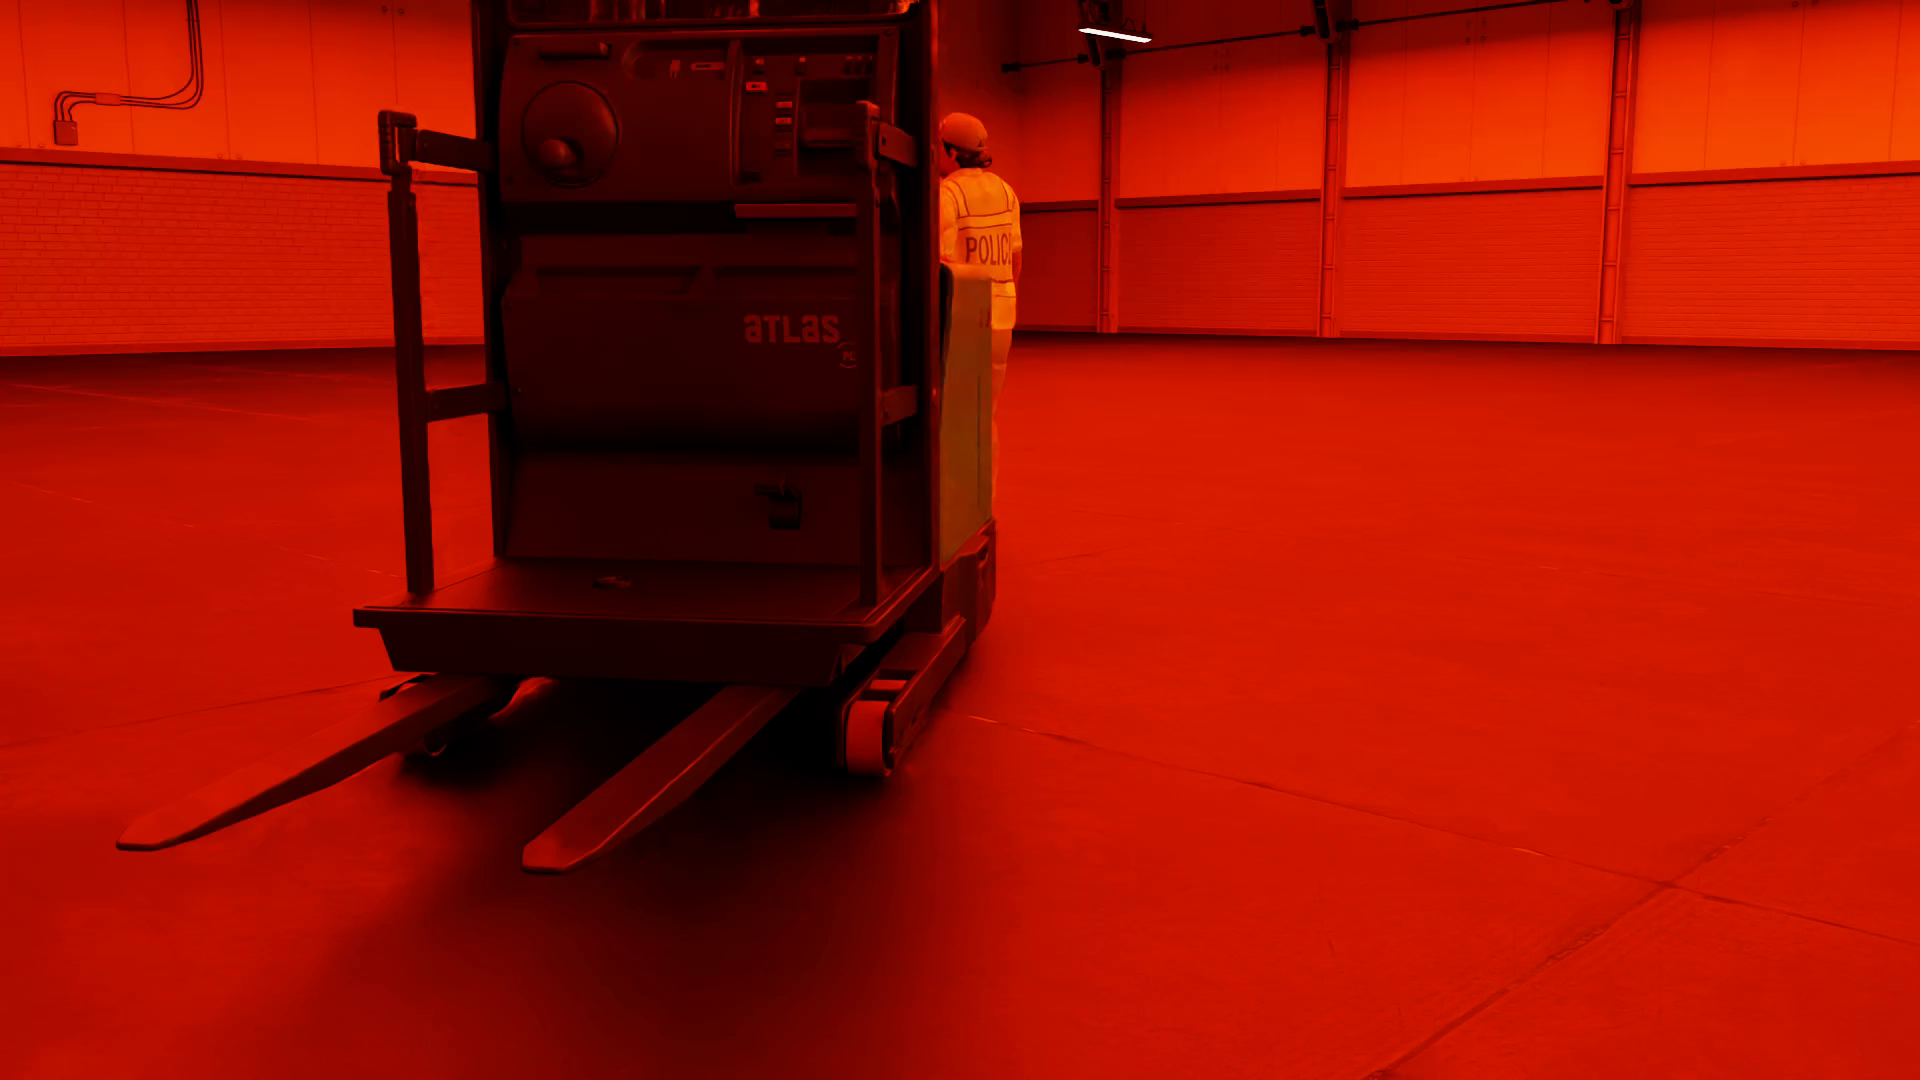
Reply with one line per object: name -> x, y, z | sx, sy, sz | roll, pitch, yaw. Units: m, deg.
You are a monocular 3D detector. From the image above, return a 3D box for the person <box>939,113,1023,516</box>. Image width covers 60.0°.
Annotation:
person -> -0.039, -0.841, 6.661 | 0.529, 1.670, 0.598 | 8, 12, 43

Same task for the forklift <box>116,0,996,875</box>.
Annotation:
forklift -> -0.630, -1.012, 3.593 | 1.130, 2.935, 3.031 | 1, 9, 9
